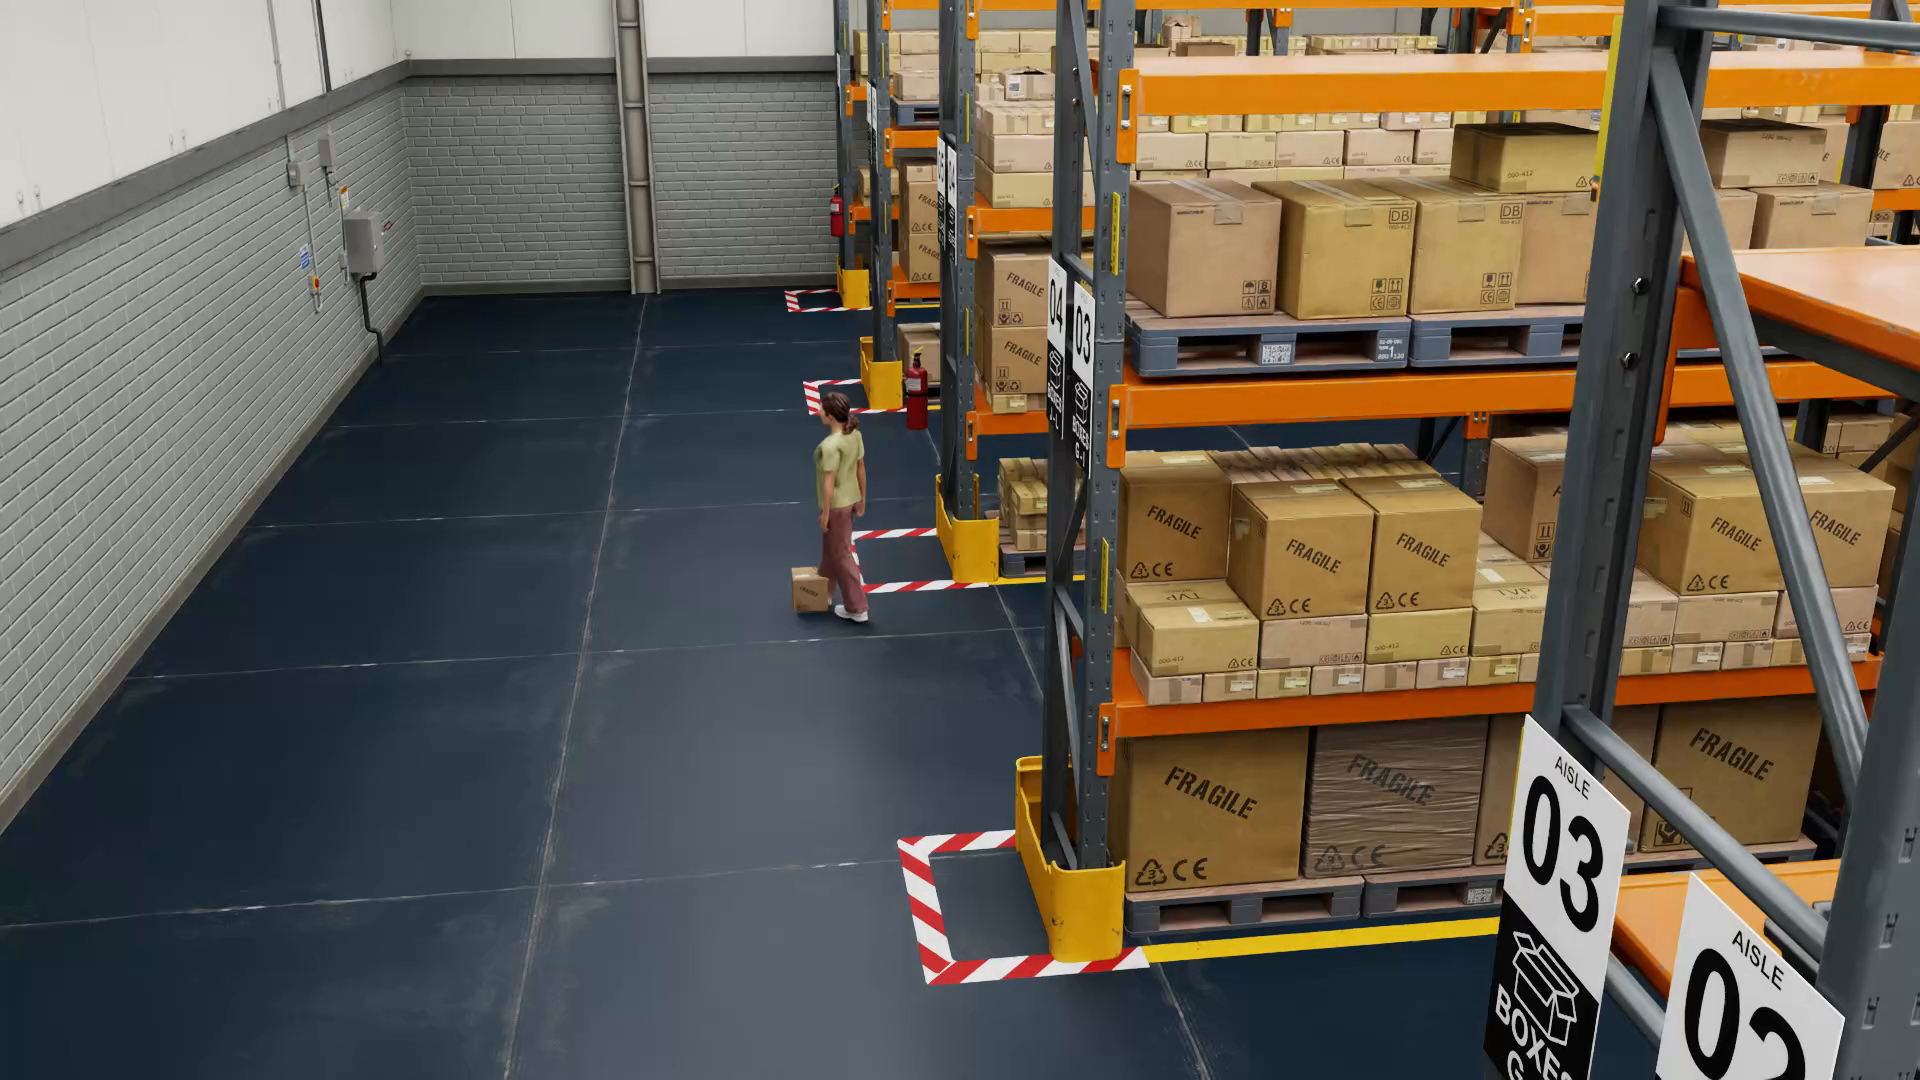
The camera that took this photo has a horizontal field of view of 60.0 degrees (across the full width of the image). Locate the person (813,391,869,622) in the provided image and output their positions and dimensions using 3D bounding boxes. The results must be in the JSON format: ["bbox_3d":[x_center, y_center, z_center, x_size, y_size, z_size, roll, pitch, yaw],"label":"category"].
[{"bbox_3d":[-0.950,-0.255,11.759,0.680,1.665,0.465,10,22,25],"label":"person"}]
